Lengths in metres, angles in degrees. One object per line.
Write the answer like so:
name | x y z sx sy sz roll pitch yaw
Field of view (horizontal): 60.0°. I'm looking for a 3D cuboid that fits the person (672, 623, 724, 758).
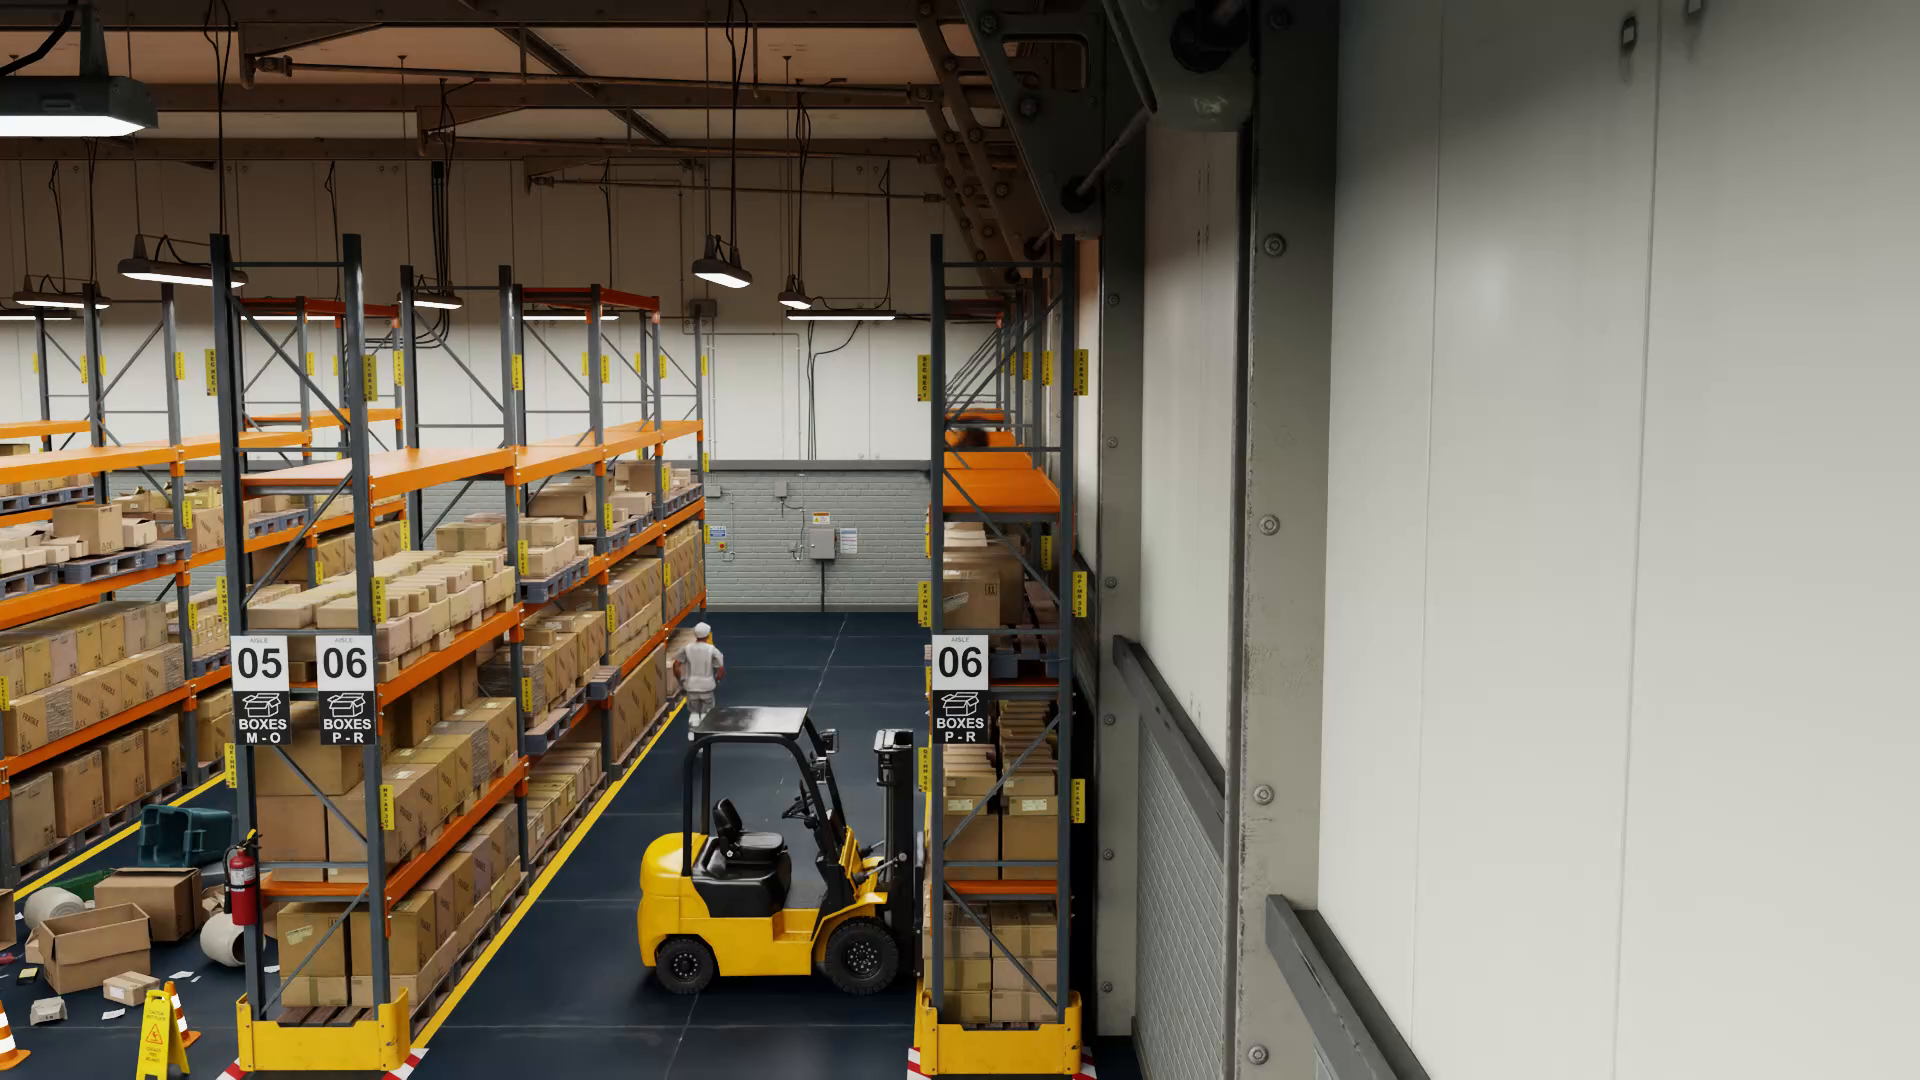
person | -3.363 1.924 21.552 0.654 1.744 0.532 0 6 1
